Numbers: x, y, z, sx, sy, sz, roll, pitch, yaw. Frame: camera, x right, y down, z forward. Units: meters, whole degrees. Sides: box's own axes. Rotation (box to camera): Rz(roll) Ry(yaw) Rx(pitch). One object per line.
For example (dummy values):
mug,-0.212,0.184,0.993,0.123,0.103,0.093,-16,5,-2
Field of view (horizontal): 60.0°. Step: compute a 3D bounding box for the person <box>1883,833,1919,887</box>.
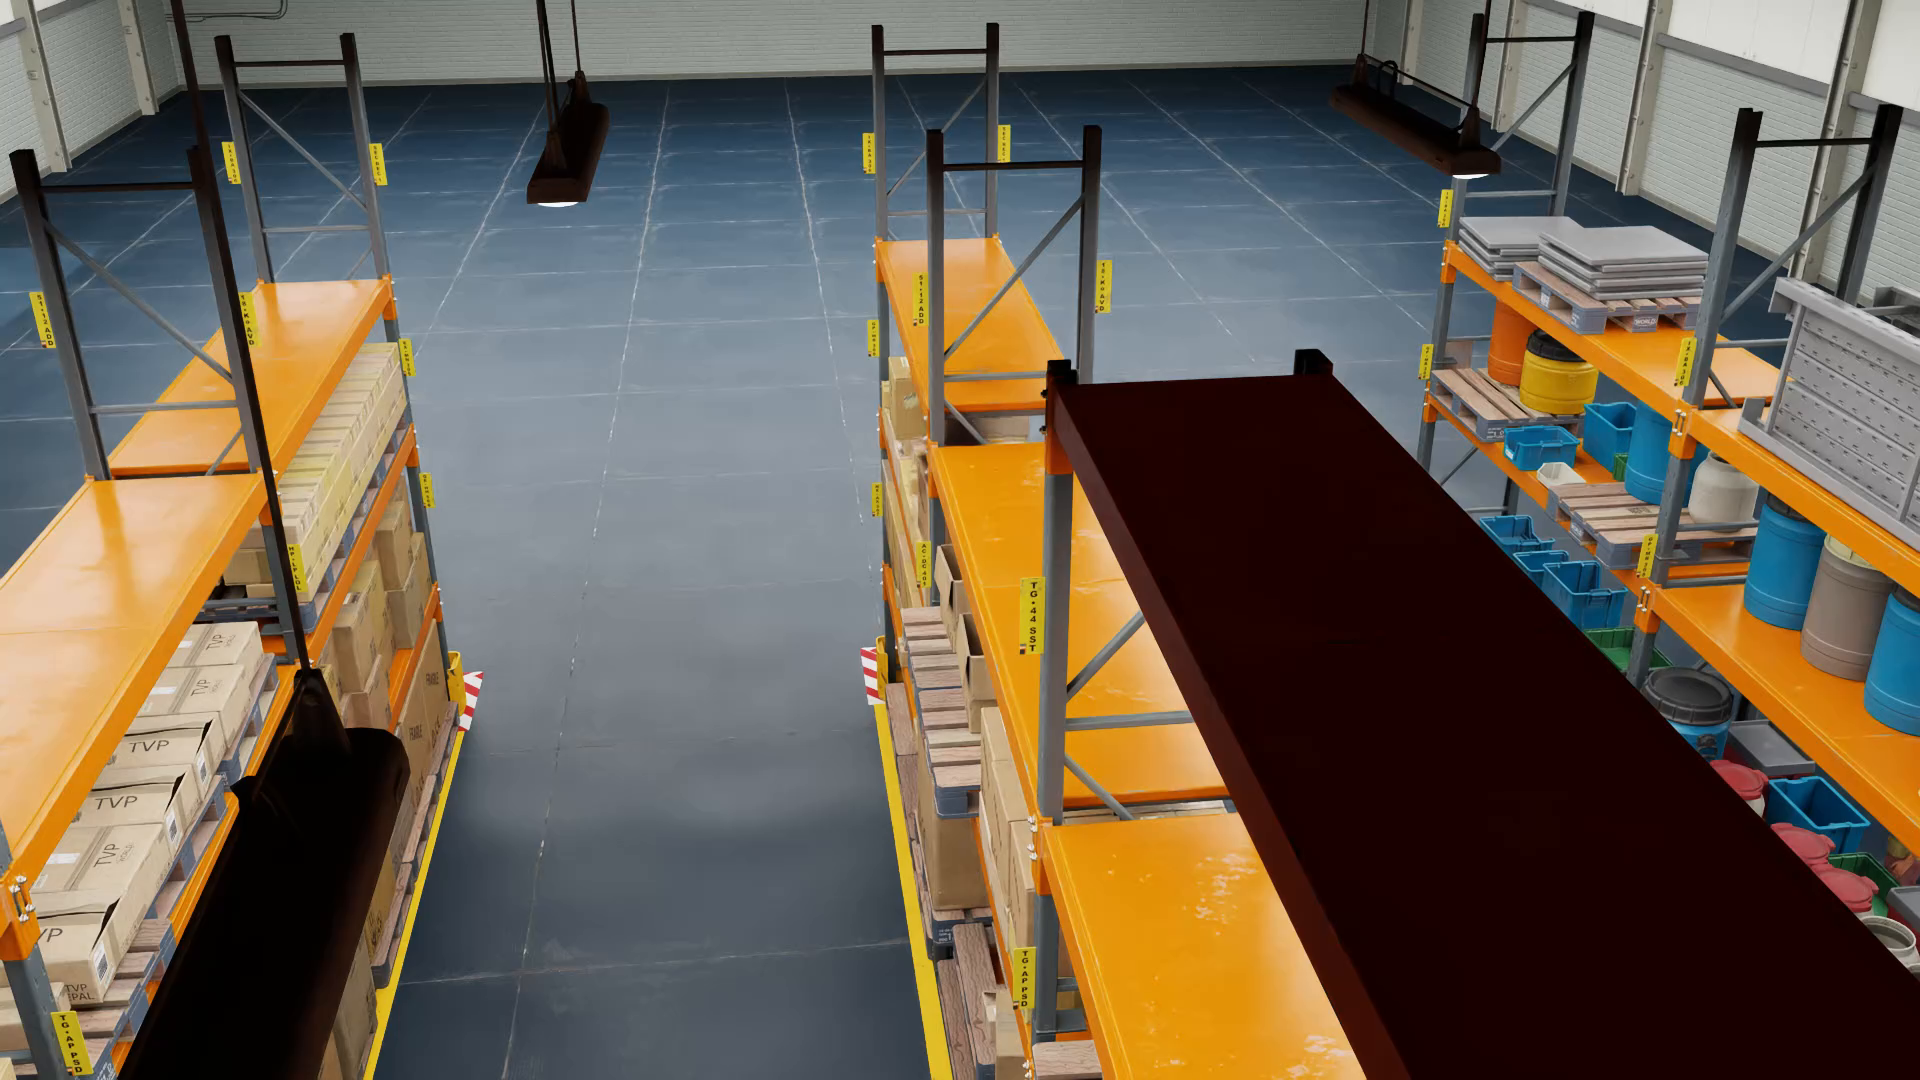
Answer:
person,6.757,2.225,11.922,0.389,1.669,0.517,21,32,36
